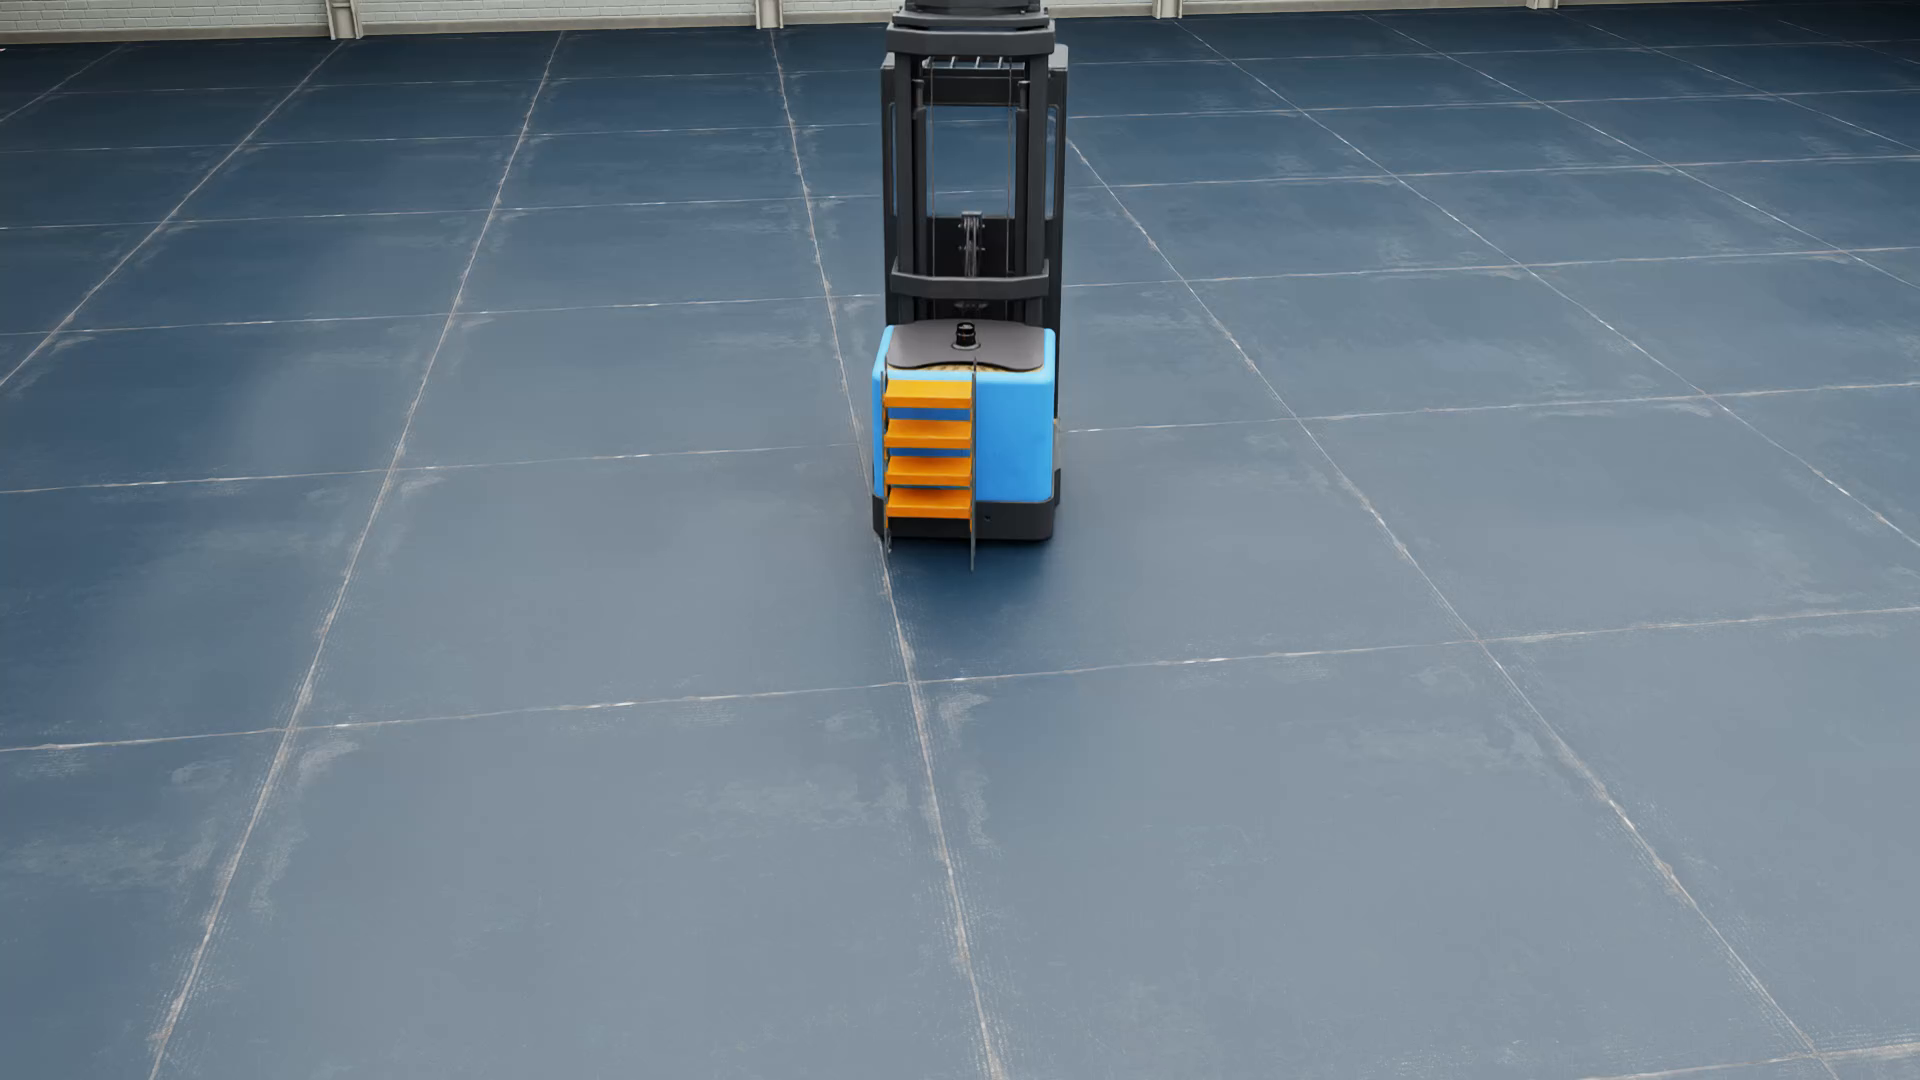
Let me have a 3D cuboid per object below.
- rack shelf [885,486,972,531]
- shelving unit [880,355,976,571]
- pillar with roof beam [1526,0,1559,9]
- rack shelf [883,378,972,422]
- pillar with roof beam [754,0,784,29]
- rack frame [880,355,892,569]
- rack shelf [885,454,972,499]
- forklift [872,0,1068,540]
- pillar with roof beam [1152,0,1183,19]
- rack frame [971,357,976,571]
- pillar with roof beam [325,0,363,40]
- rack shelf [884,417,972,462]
[{"bbox_3d":[-0.168,-0.181,9.369,0.480,0.148,0.258,1,27,3],"label":"rack shelf"},{"bbox_3d":[-0.168,-0.417,9.247,0.503,1.200,0.258,1,27,3],"label":"shelving unit"},{"bbox_3d":[9.679,-10.383,20.128,0.400,9.000,9.100,-4,27,-7],"label":"pillar with roof beam"},{"bbox_3d":[-0.168,-0.766,9.066,0.480,0.148,0.258,1,27,3],"label":"rack shelf"},{"bbox_3d":[-2.204,-9.619,18.640,0.400,9.000,9.100,-4,27,-7],"label":"pillar with roof beam"},{"bbox_3d":[-0.412,-0.423,9.259,0.015,1.200,0.240,1,27,3],"label":"rack frame"},{"bbox_3d":[-0.168,-0.357,9.278,0.480,0.148,0.258,1,27,3],"label":"rack shelf"},{"bbox_3d":[0.096,-1.940,10.321,1.130,2.935,3.031,1,27,3],"label":"forklift"},{"bbox_3d":[3.738,-10.001,19.384,0.400,9.000,9.100,-4,27,-7],"label":"pillar with roof beam"},{"bbox_3d":[0.076,-0.410,9.234,0.015,1.200,0.240,1,27,3],"label":"rack frame"},{"bbox_3d":[-8.145,-9.238,17.896,0.400,9.000,9.100,-4,27,-7],"label":"pillar with roof beam"},{"bbox_3d":[-0.168,-0.556,9.175,0.480,0.148,0.258,1,27,3],"label":"rack shelf"}]
